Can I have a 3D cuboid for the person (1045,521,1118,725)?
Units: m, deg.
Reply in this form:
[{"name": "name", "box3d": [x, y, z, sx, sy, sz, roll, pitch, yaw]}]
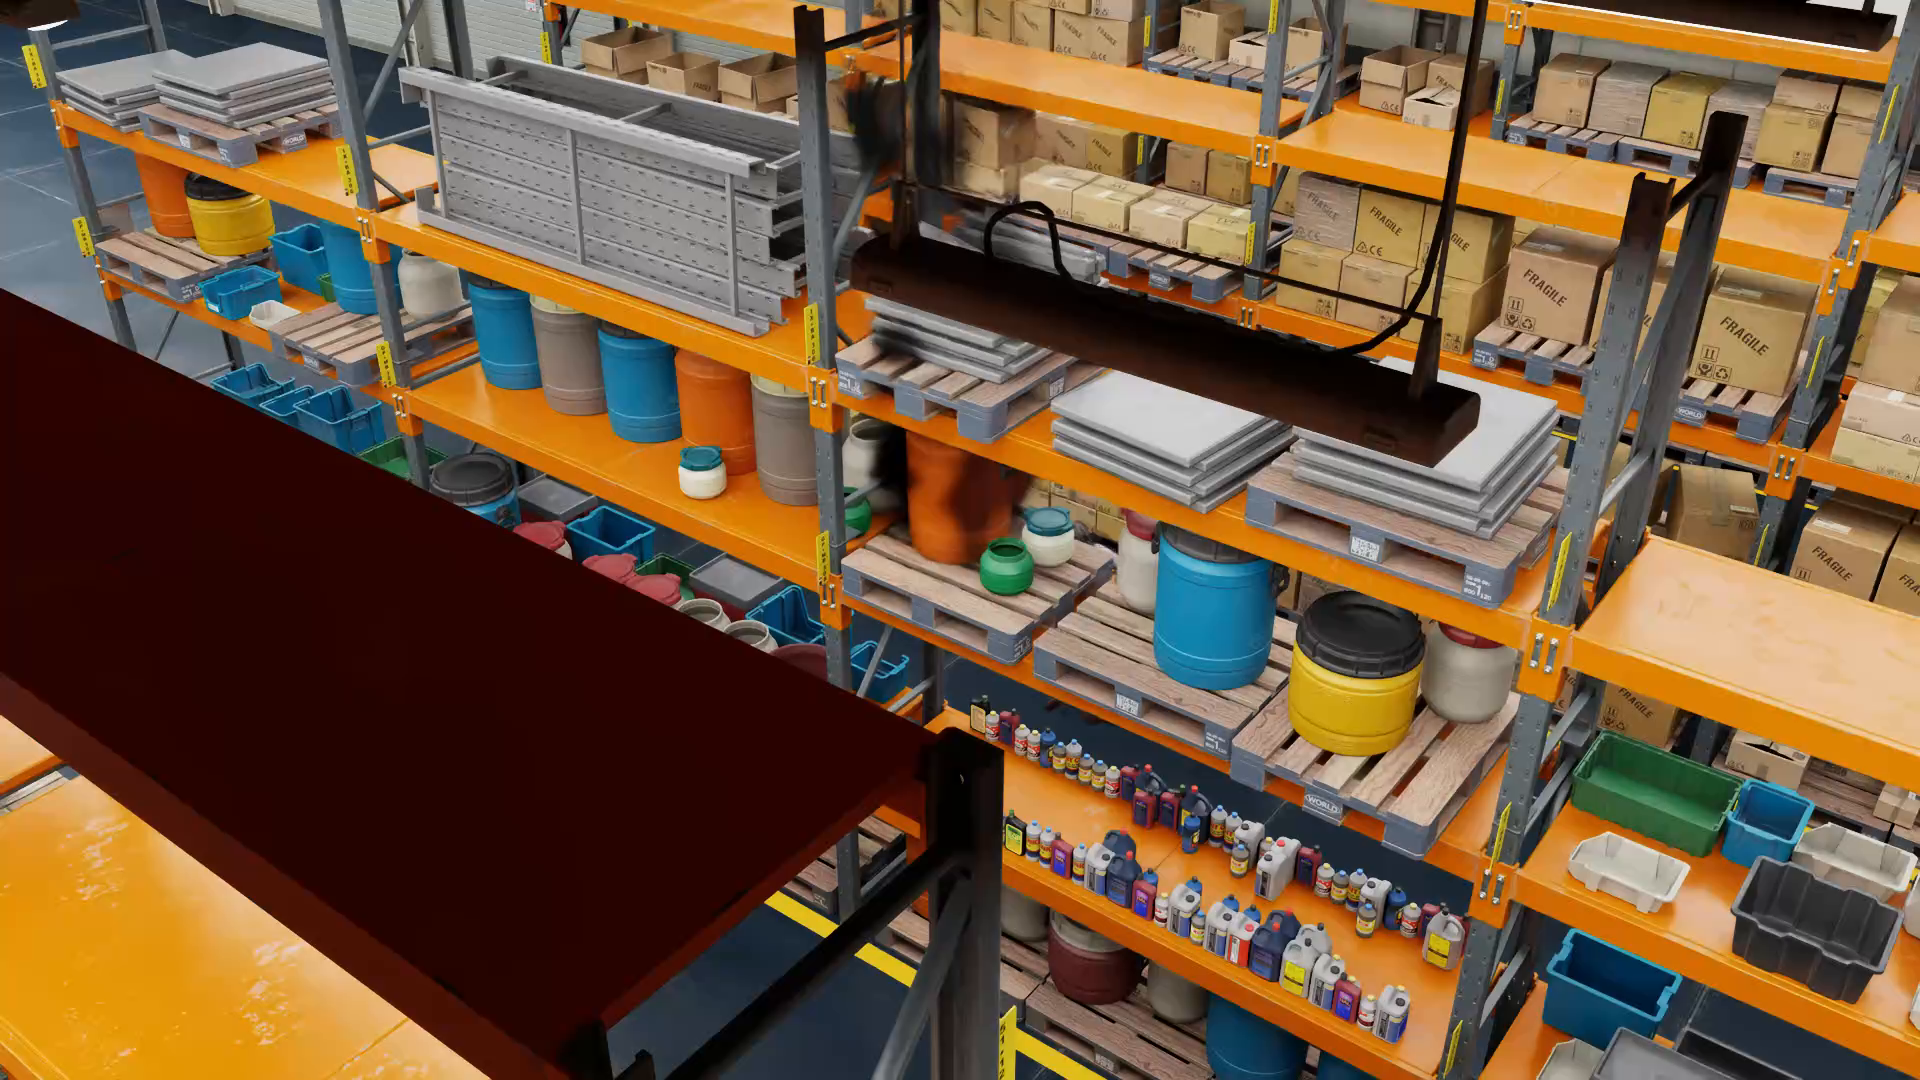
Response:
[{"name": "person", "box3d": [0.848, 0.631, 12.171, 0.789, 1.770, 0.570, 14, 34, 22]}]
